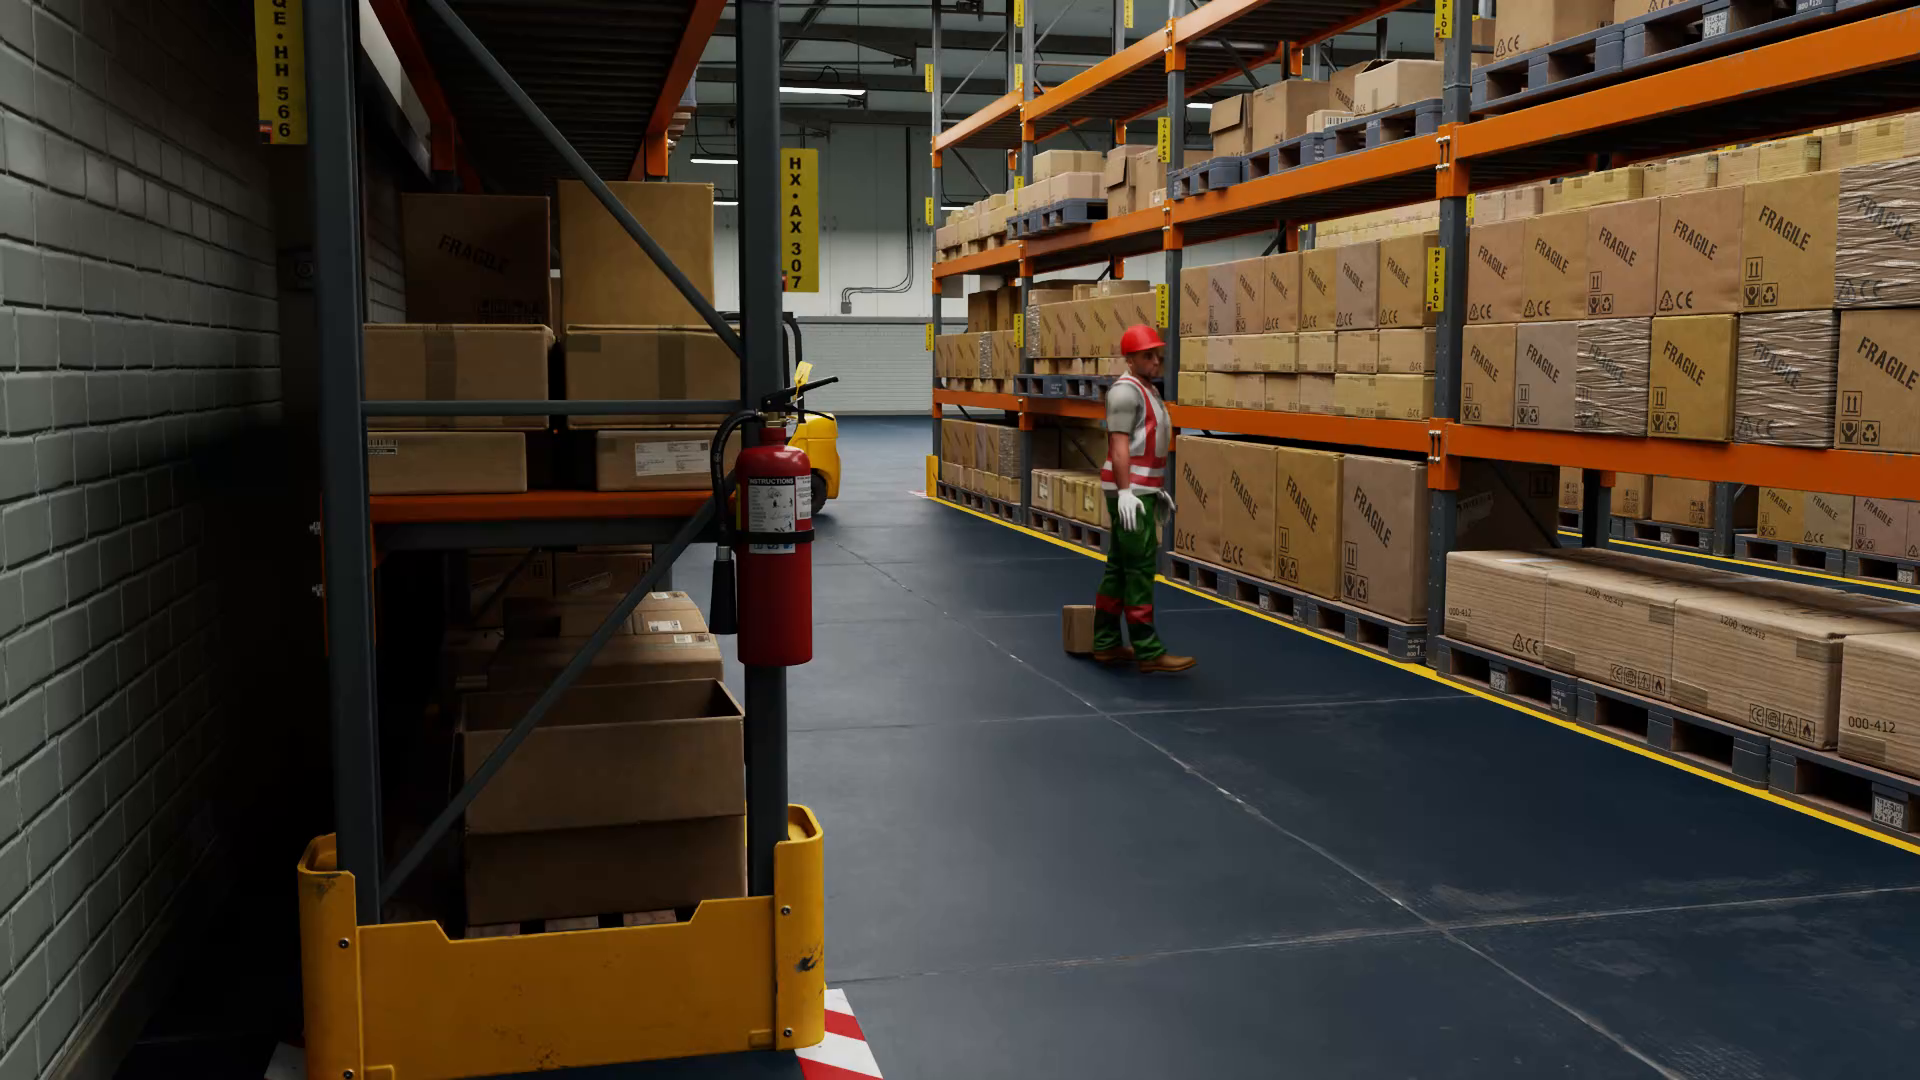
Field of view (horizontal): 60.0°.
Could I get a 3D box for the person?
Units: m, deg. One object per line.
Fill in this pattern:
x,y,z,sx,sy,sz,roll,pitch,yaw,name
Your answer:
0.956,-0.215,8.591,0.589,1.785,0.632,2,6,16,person
